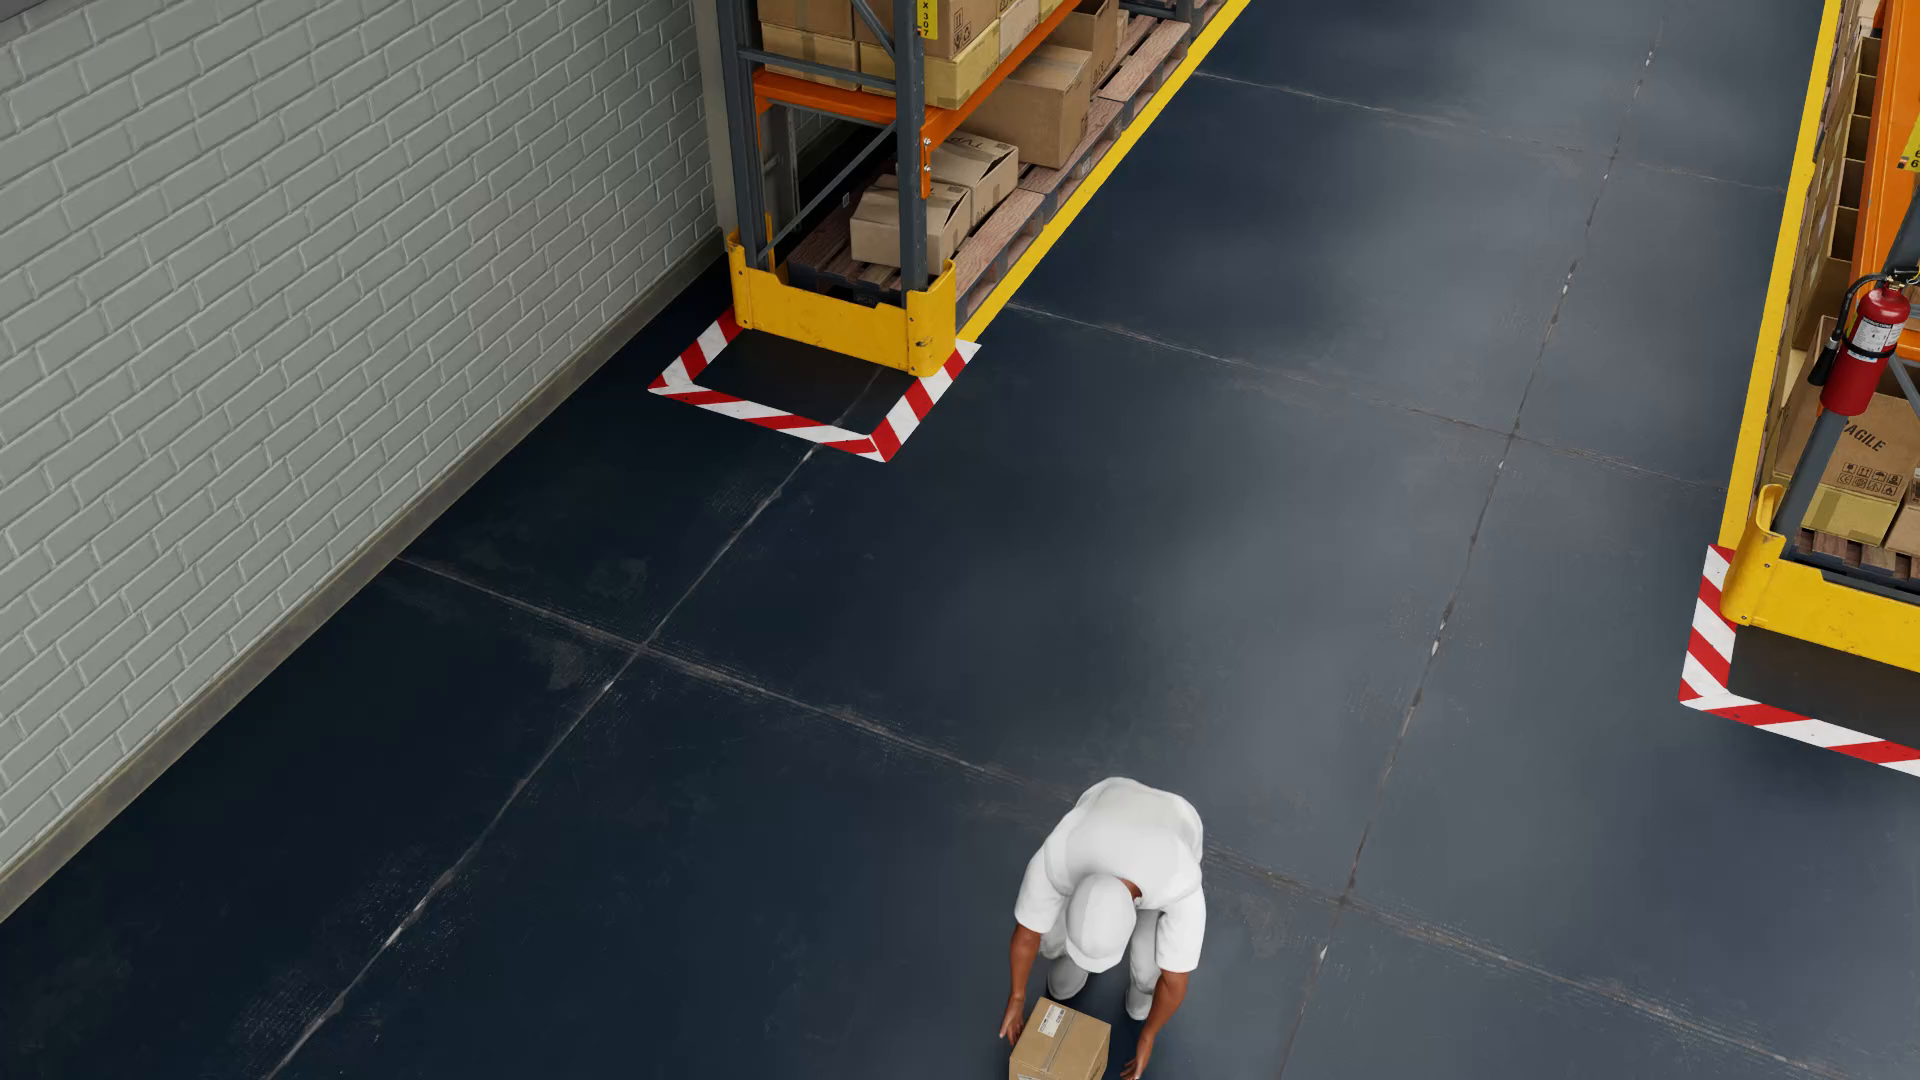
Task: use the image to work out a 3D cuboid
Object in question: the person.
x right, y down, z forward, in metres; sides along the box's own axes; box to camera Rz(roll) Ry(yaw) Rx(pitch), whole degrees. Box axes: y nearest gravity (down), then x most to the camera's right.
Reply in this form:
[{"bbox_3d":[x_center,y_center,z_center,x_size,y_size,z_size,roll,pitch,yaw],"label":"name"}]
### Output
[{"bbox_3d":[0.523,1.193,5.355,0.593,1.039,0.884,17,45,18],"label":"person"}]
